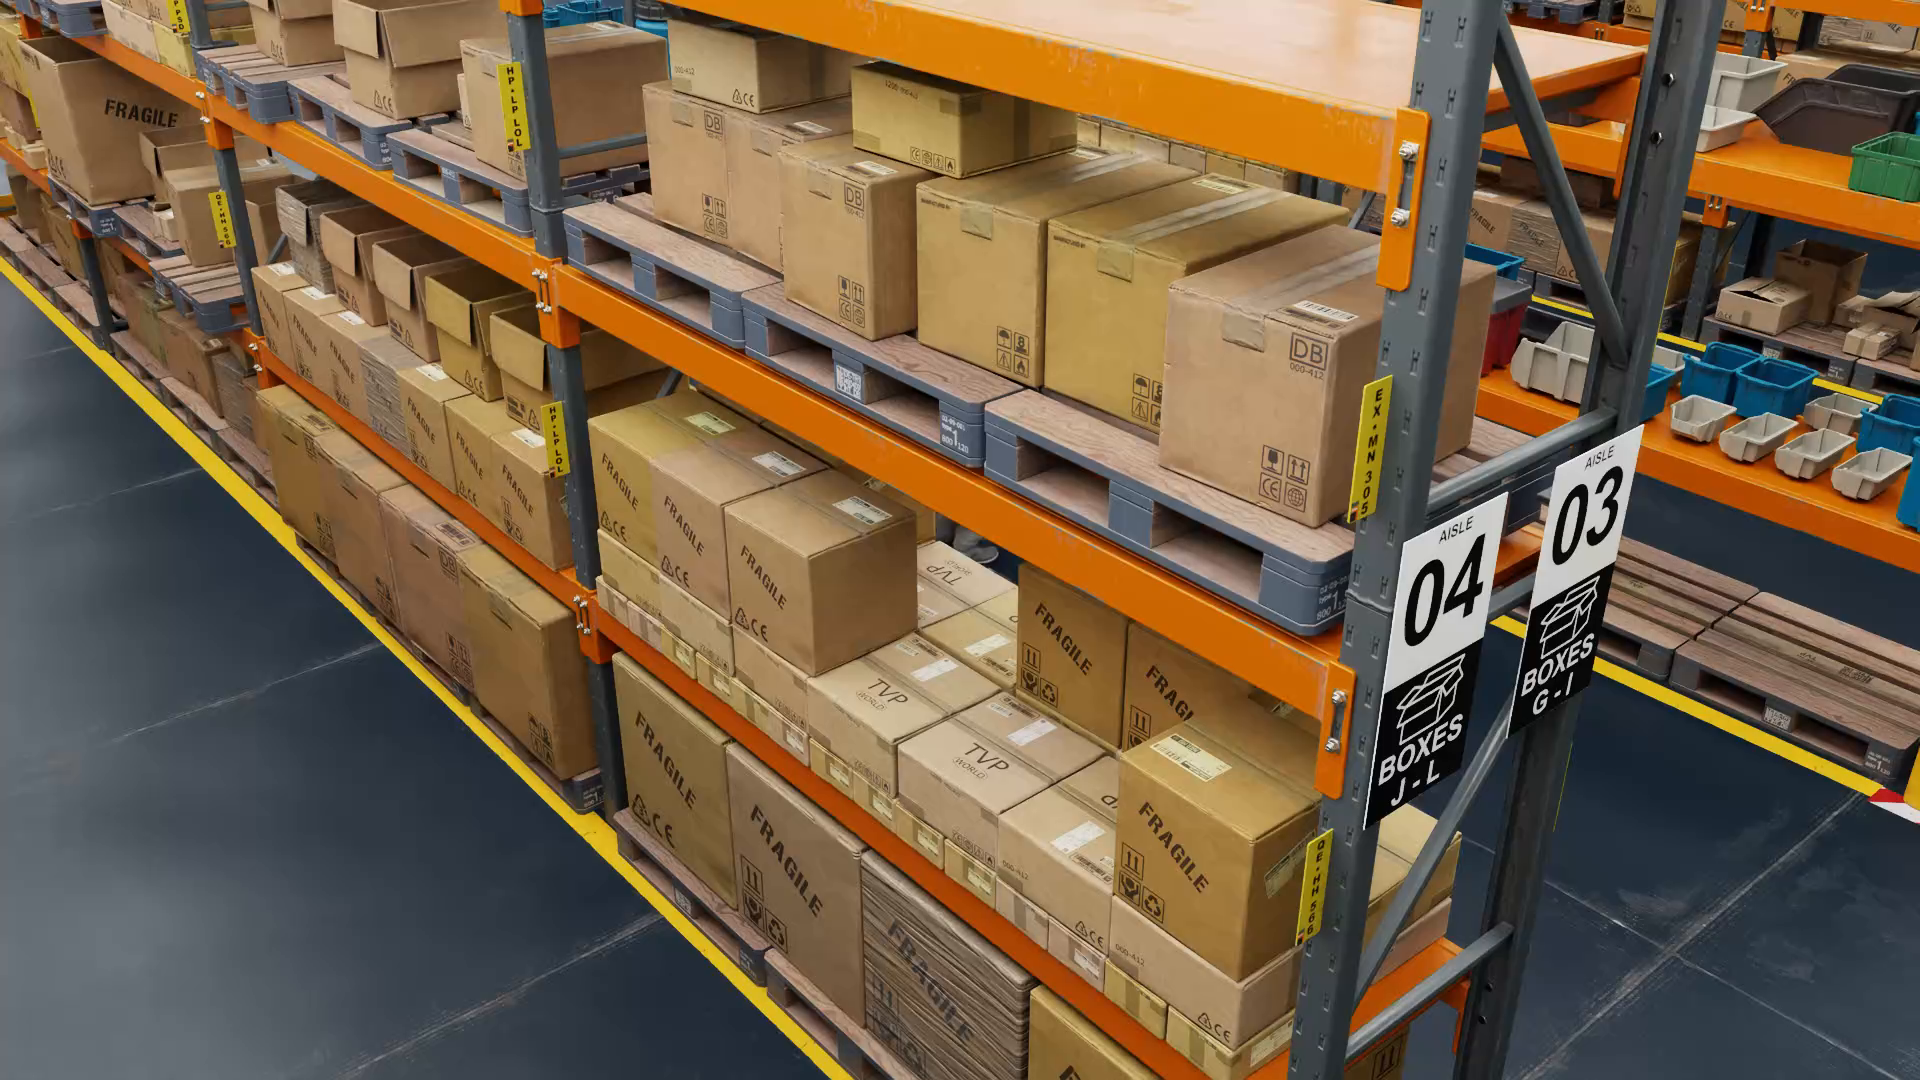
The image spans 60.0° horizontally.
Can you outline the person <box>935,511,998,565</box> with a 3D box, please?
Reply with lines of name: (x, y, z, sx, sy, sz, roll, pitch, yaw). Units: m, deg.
person: (0.038, -0.691, 9.955, 0.604, 1.722, 0.478, -23, 35, -36)
